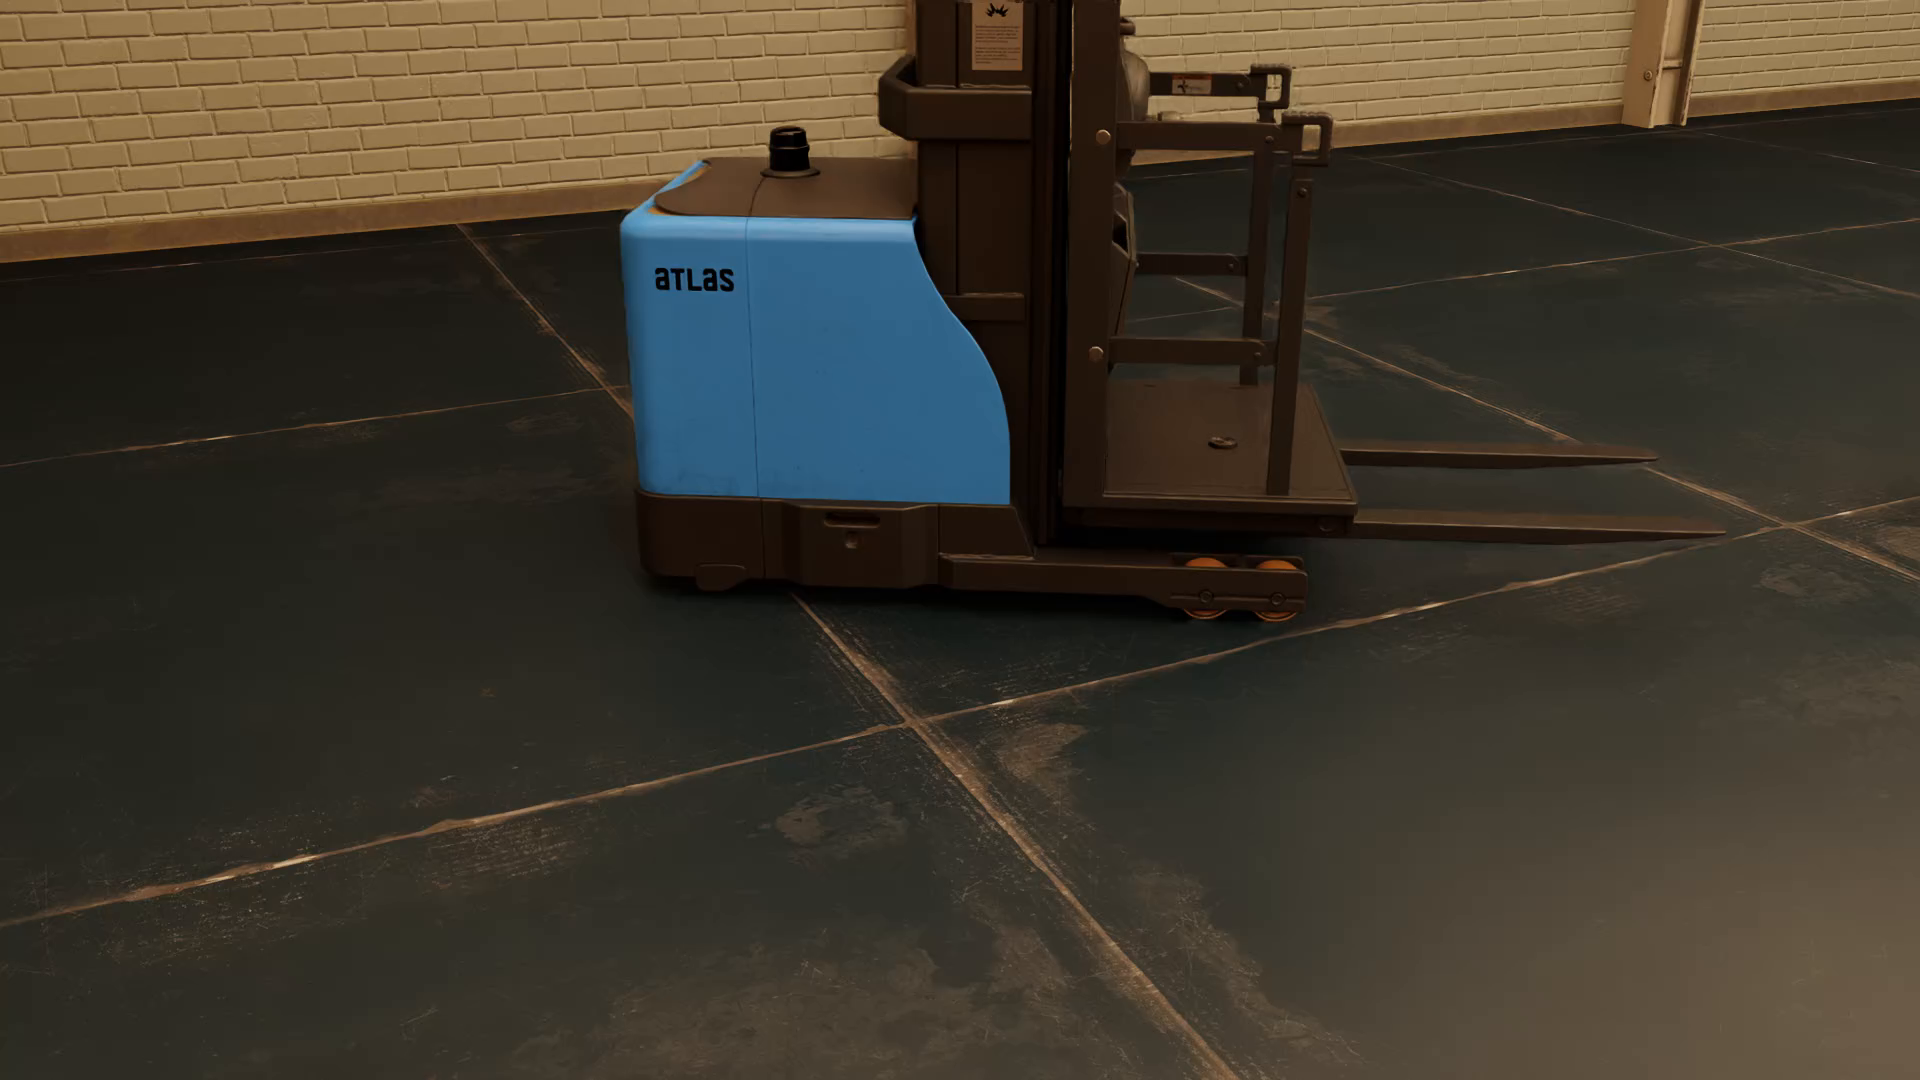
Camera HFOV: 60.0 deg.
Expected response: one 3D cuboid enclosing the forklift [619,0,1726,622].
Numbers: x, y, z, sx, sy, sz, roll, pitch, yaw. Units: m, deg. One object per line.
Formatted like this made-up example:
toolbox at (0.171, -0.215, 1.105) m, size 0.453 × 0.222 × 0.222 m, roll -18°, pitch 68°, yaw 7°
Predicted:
forklift at (0.627, -1.342, 4.516) m, size 3.031 × 2.935 × 1.130 m, roll 2°, pitch 23°, yaw 4°
